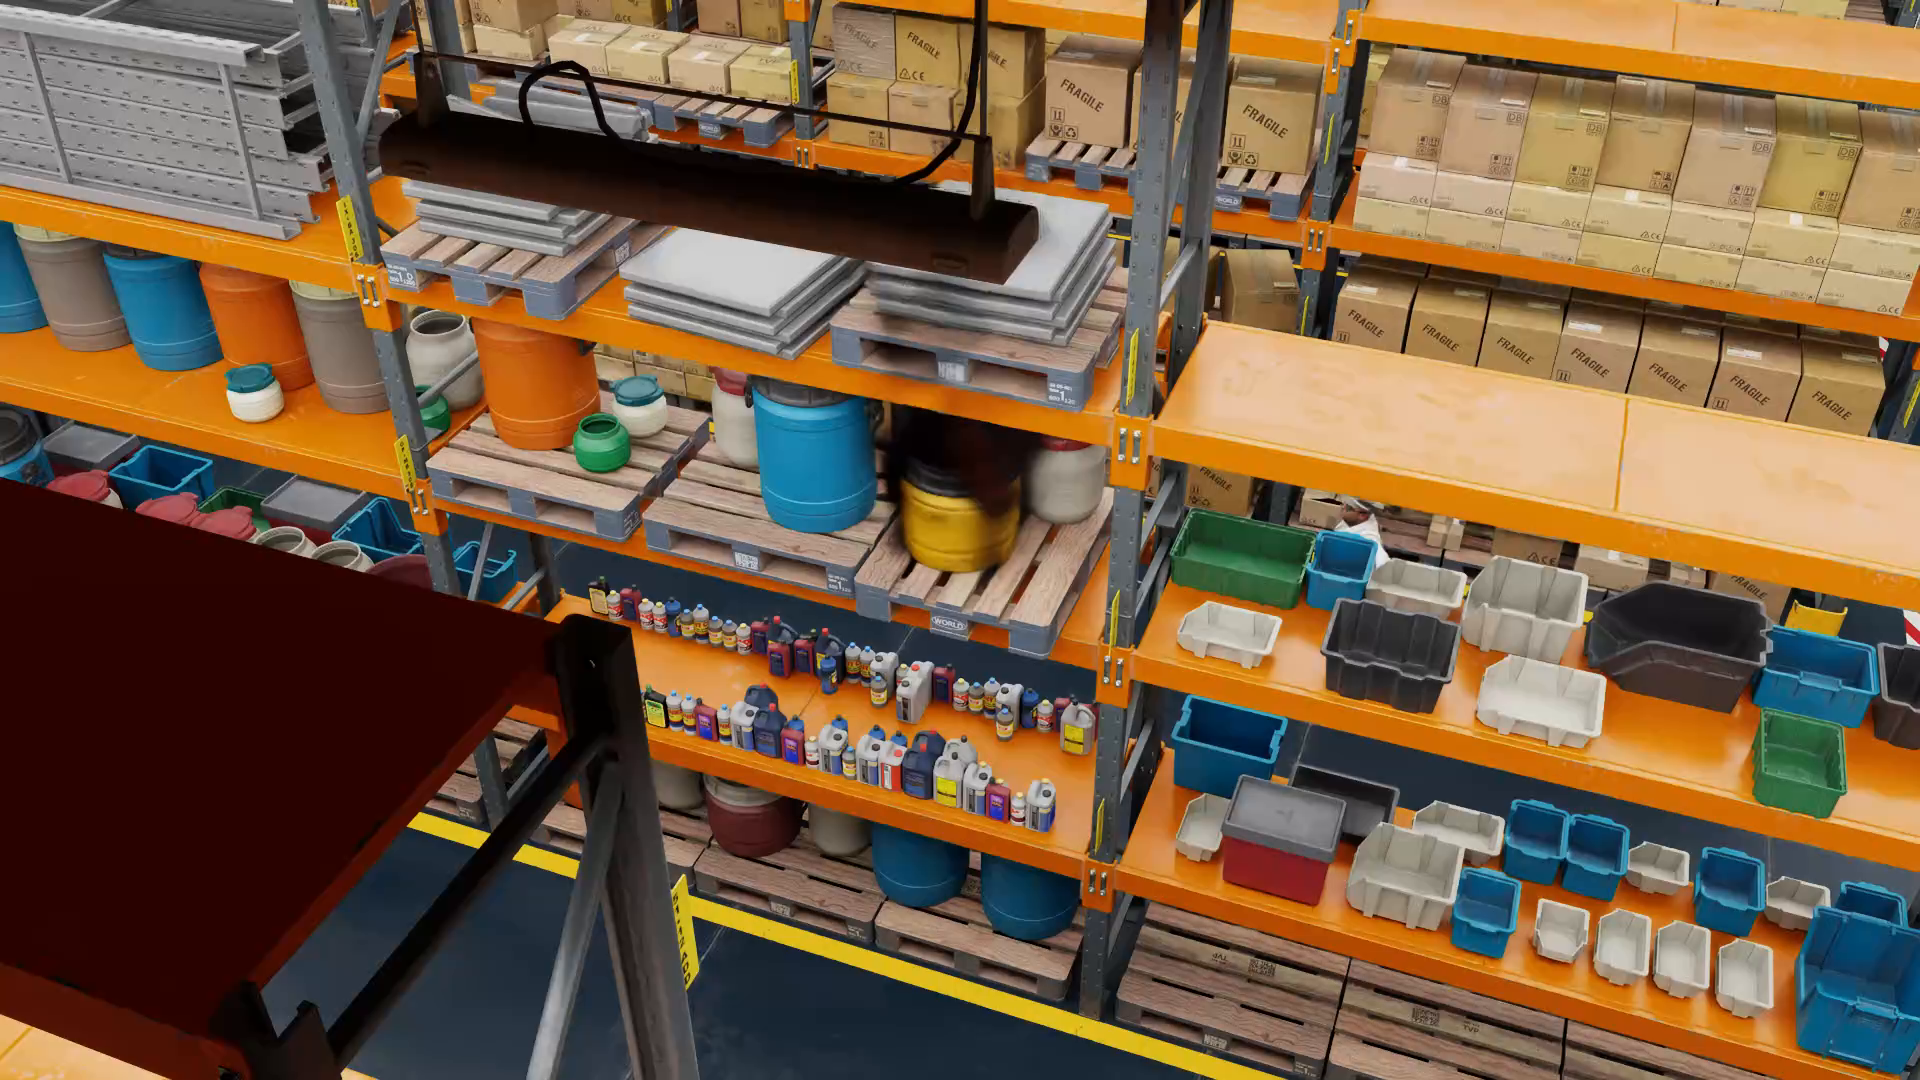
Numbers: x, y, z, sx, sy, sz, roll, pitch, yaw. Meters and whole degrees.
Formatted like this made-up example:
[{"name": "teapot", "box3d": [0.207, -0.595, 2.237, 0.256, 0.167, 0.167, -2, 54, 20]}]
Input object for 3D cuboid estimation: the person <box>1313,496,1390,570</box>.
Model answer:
[{"name": "person", "box3d": [2.613, 0.334, 11.467, 0.588, 1.751, 0.642, 7, 37, 9]}]
